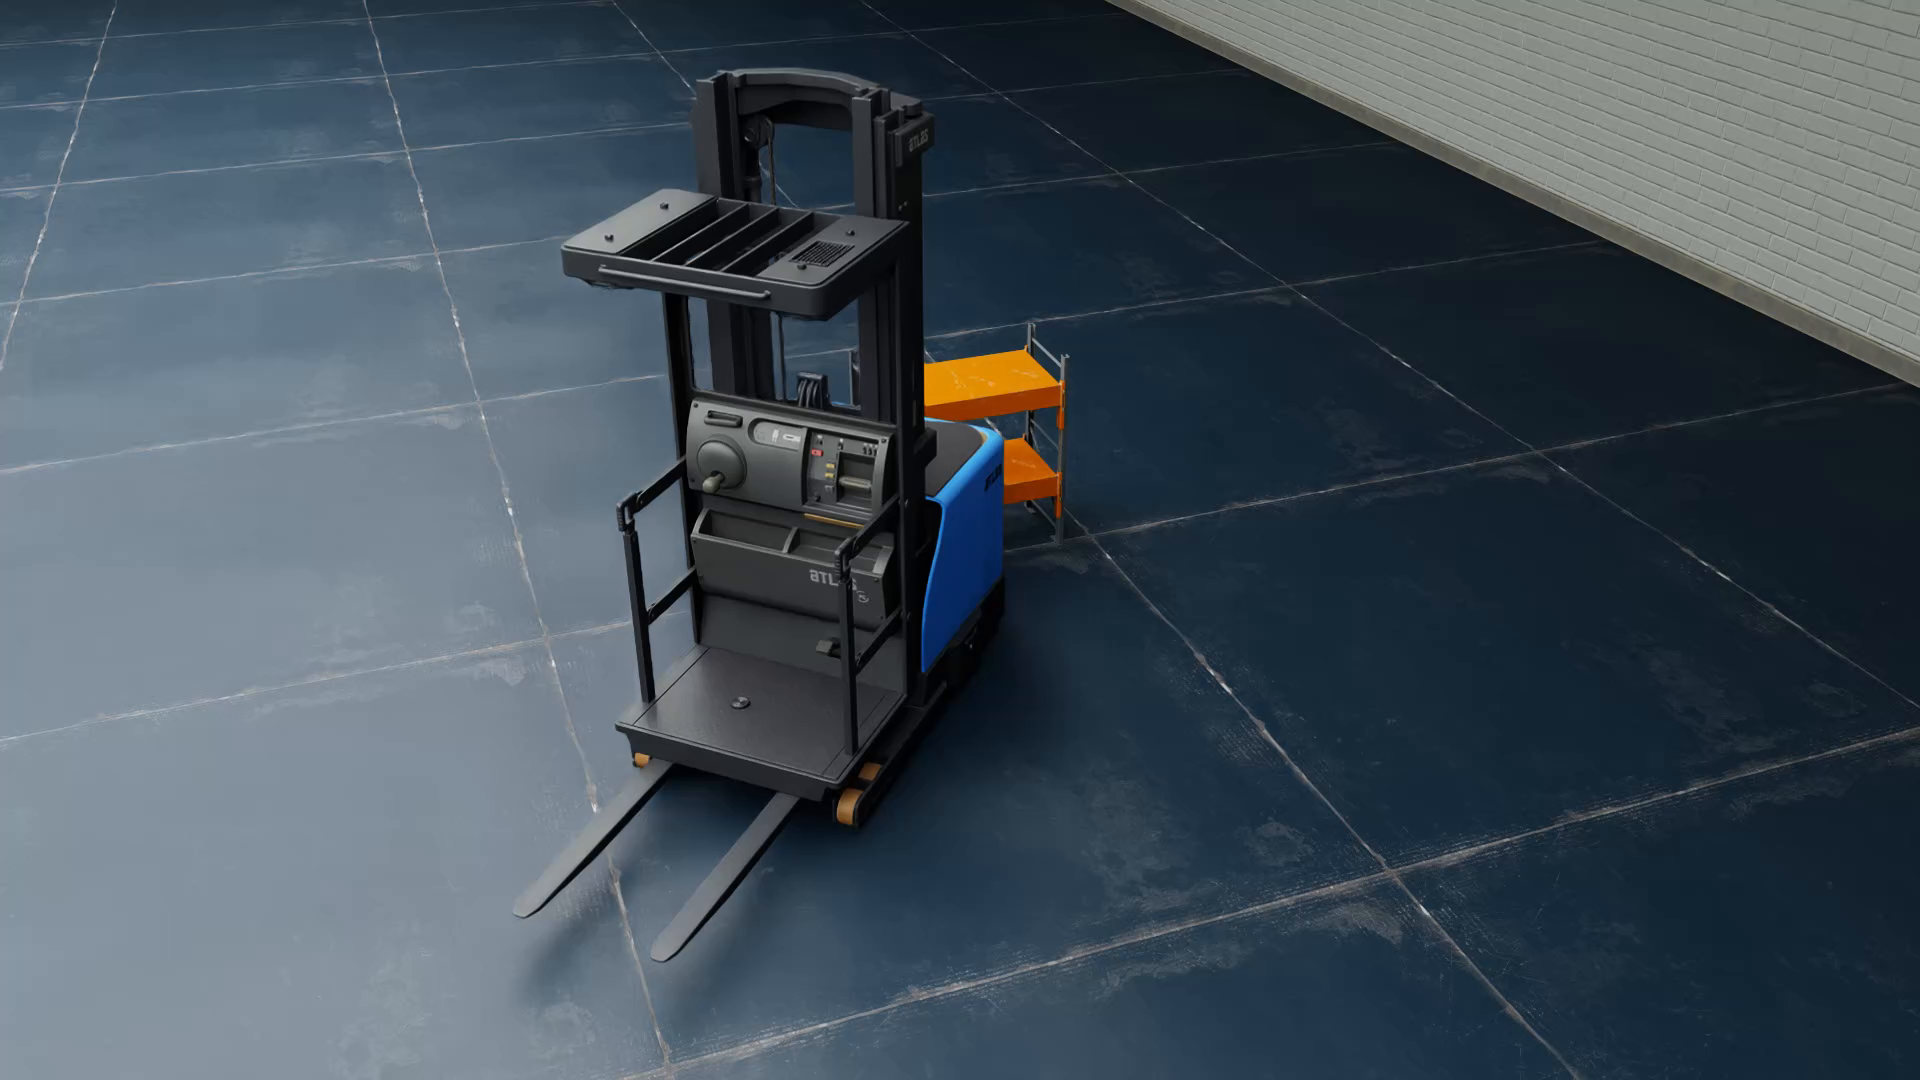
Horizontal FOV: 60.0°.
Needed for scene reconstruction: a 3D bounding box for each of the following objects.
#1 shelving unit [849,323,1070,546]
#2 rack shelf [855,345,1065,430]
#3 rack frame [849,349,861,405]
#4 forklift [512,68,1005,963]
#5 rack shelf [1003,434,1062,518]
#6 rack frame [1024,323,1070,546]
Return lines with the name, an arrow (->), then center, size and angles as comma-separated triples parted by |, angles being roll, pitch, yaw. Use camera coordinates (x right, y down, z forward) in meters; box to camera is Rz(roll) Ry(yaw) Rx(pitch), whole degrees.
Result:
shelving unit -> -0.006, -0.488, 8.969 | 1.048, 1.125, 0.538 | -10, 31, -18
rack shelf -> -0.006, -0.742, 8.825 | 1.000, 0.278, 0.538 | -10, 31, -18
rack frame -> -0.483, -0.400, 8.815 | 0.032, 1.125, 0.500 | -10, 31, -18
forklift -> -0.808, -0.289, 6.796 | 1.130, 2.935, 3.031 | 12, 32, 20
rack shelf -> -0.006, -0.275, 9.091 | 1.000, 0.278, 0.538 | -10, 31, -18
rack frame -> 0.470, -0.575, 9.124 | 0.032, 1.125, 0.500 | -10, 31, -18
